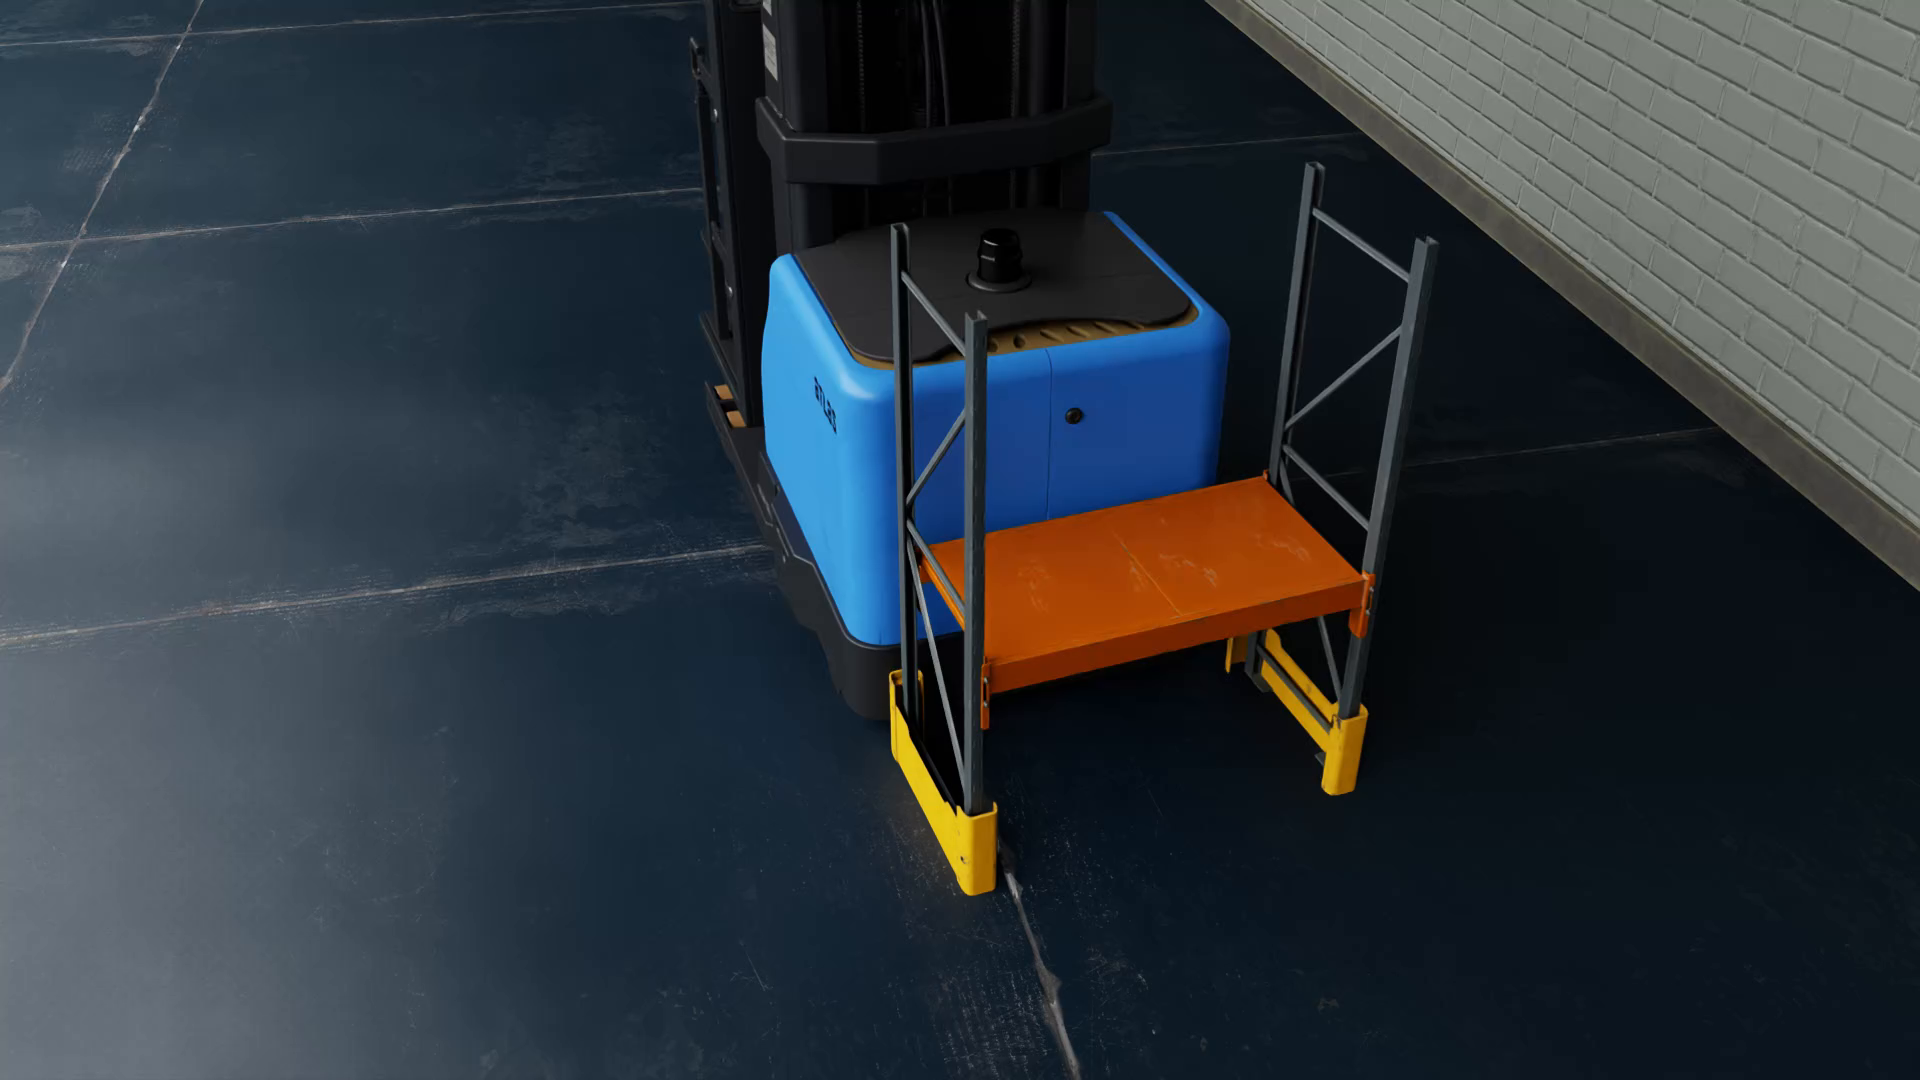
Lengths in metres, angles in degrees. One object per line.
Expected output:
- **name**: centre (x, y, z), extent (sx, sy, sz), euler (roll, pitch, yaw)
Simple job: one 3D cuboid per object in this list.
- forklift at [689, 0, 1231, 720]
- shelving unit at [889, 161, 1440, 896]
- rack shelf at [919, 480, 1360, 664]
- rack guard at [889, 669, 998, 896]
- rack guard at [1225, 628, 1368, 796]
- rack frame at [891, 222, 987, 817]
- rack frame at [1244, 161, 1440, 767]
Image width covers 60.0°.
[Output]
- **forklift**: centre (-15.650, -2.285, 6.025), extent (29.544, 2.935, 15.203), euler (-10, 35, -15)
- **shelving unit**: centre (0.419, -0.026, 3.942), extent (1.083, 1.500, 0.587), euler (-12, 36, -17)
- **rack shelf**: centre (0.428, 0.067, 4.008), extent (0.952, 0.026, 0.459), euler (-12, 36, -17)
- **rack guard**: centre (-0.047, 0.591, 4.146), extent (0.087, 0.250, 0.587), euler (-12, 36, -17)
- **rack guard**: centre (0.886, 0.396, 4.435), extent (0.087, 0.250, 0.587), euler (-12, 36, -17)
- **rack frame**: centre (-0.048, 0.072, 3.797), extent (0.032, 1.500, 0.500), euler (-12, 36, -17)
- **rack frame**: centre (0.904, -0.127, 4.093), extent (0.032, 1.500, 0.500), euler (-12, 36, -17)
